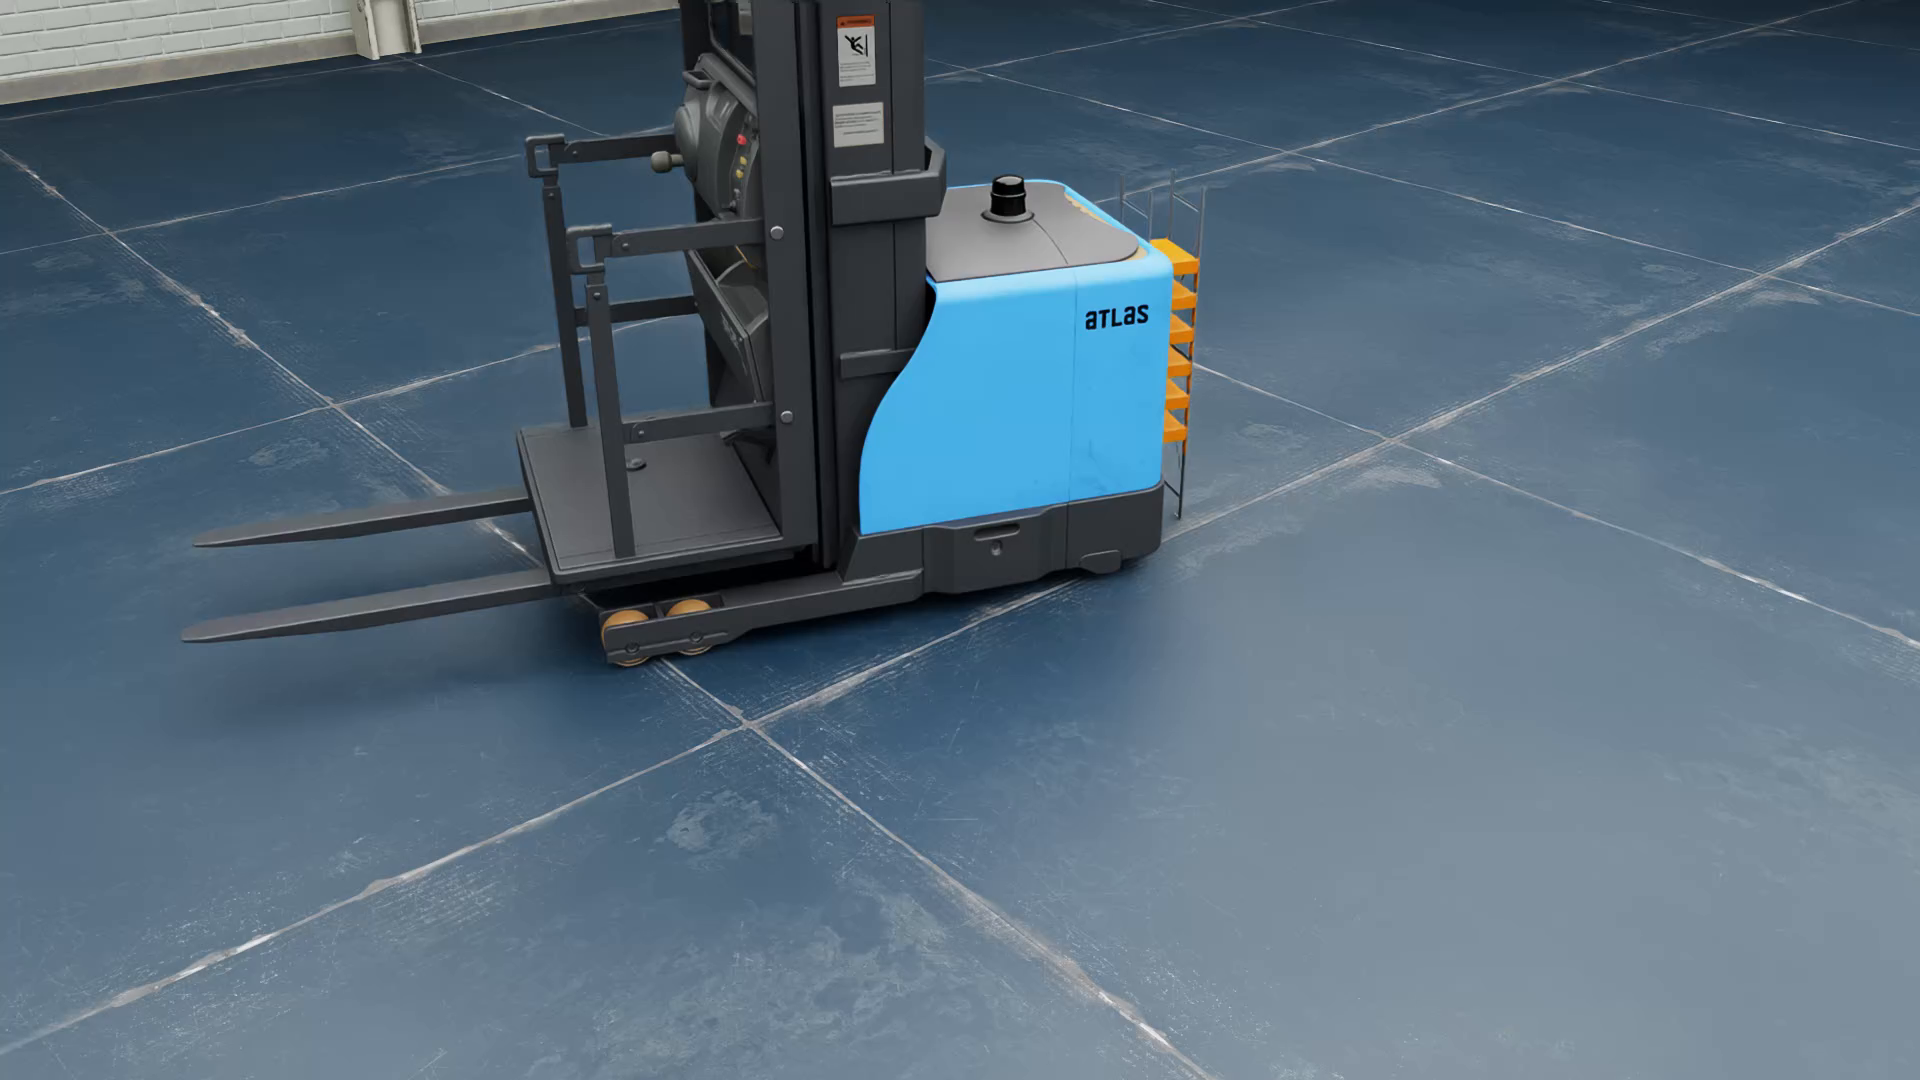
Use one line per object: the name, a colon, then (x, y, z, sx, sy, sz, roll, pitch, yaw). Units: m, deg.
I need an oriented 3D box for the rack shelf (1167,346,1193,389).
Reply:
rack shelf: (0.656, -0.597, 5.688, 0.180, 0.103, 0.258, -9, 29, -17)

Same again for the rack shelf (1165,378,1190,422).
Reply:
rack shelf: (0.656, -0.491, 5.745, 0.180, 0.103, 0.258, -9, 29, -17)

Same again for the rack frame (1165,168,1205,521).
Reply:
rack frame: (0.742, -0.650, 5.694, 0.006, 1.200, 0.240, -9, 29, -17)

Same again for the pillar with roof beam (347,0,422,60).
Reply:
pillar with roof beam: (-1.575, -6.154, 7.719, 0.400, 9.000, 9.100, -22, 35, -35)

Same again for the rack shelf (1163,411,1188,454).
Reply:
rack shelf: (0.656, -0.385, 5.802, 0.180, 0.103, 0.258, -9, 29, -17)

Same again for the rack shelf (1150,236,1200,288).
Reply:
rack shelf: (0.656, -0.915, 5.519, 0.180, 0.103, 0.258, -9, 29, -17)

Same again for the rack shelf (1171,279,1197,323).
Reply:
rack shelf: (0.656, -0.809, 5.575, 0.180, 0.103, 0.258, -9, 29, -17)

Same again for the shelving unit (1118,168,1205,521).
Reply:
shelving unit: (0.656, -0.636, 5.667, 0.189, 1.200, 0.258, -9, 29, -17)

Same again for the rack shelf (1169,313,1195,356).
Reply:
rack shelf: (0.656, -0.703, 5.632, 0.180, 0.103, 0.258, -9, 29, -17)

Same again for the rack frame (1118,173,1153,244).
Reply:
rack frame: (0.569, -0.622, 5.641, 0.006, 1.200, 0.240, -9, 29, -17)

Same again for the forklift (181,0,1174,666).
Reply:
forklift: (-0.900, -1.191, 4.869, 3.031, 2.935, 1.130, -9, 30, -17)
